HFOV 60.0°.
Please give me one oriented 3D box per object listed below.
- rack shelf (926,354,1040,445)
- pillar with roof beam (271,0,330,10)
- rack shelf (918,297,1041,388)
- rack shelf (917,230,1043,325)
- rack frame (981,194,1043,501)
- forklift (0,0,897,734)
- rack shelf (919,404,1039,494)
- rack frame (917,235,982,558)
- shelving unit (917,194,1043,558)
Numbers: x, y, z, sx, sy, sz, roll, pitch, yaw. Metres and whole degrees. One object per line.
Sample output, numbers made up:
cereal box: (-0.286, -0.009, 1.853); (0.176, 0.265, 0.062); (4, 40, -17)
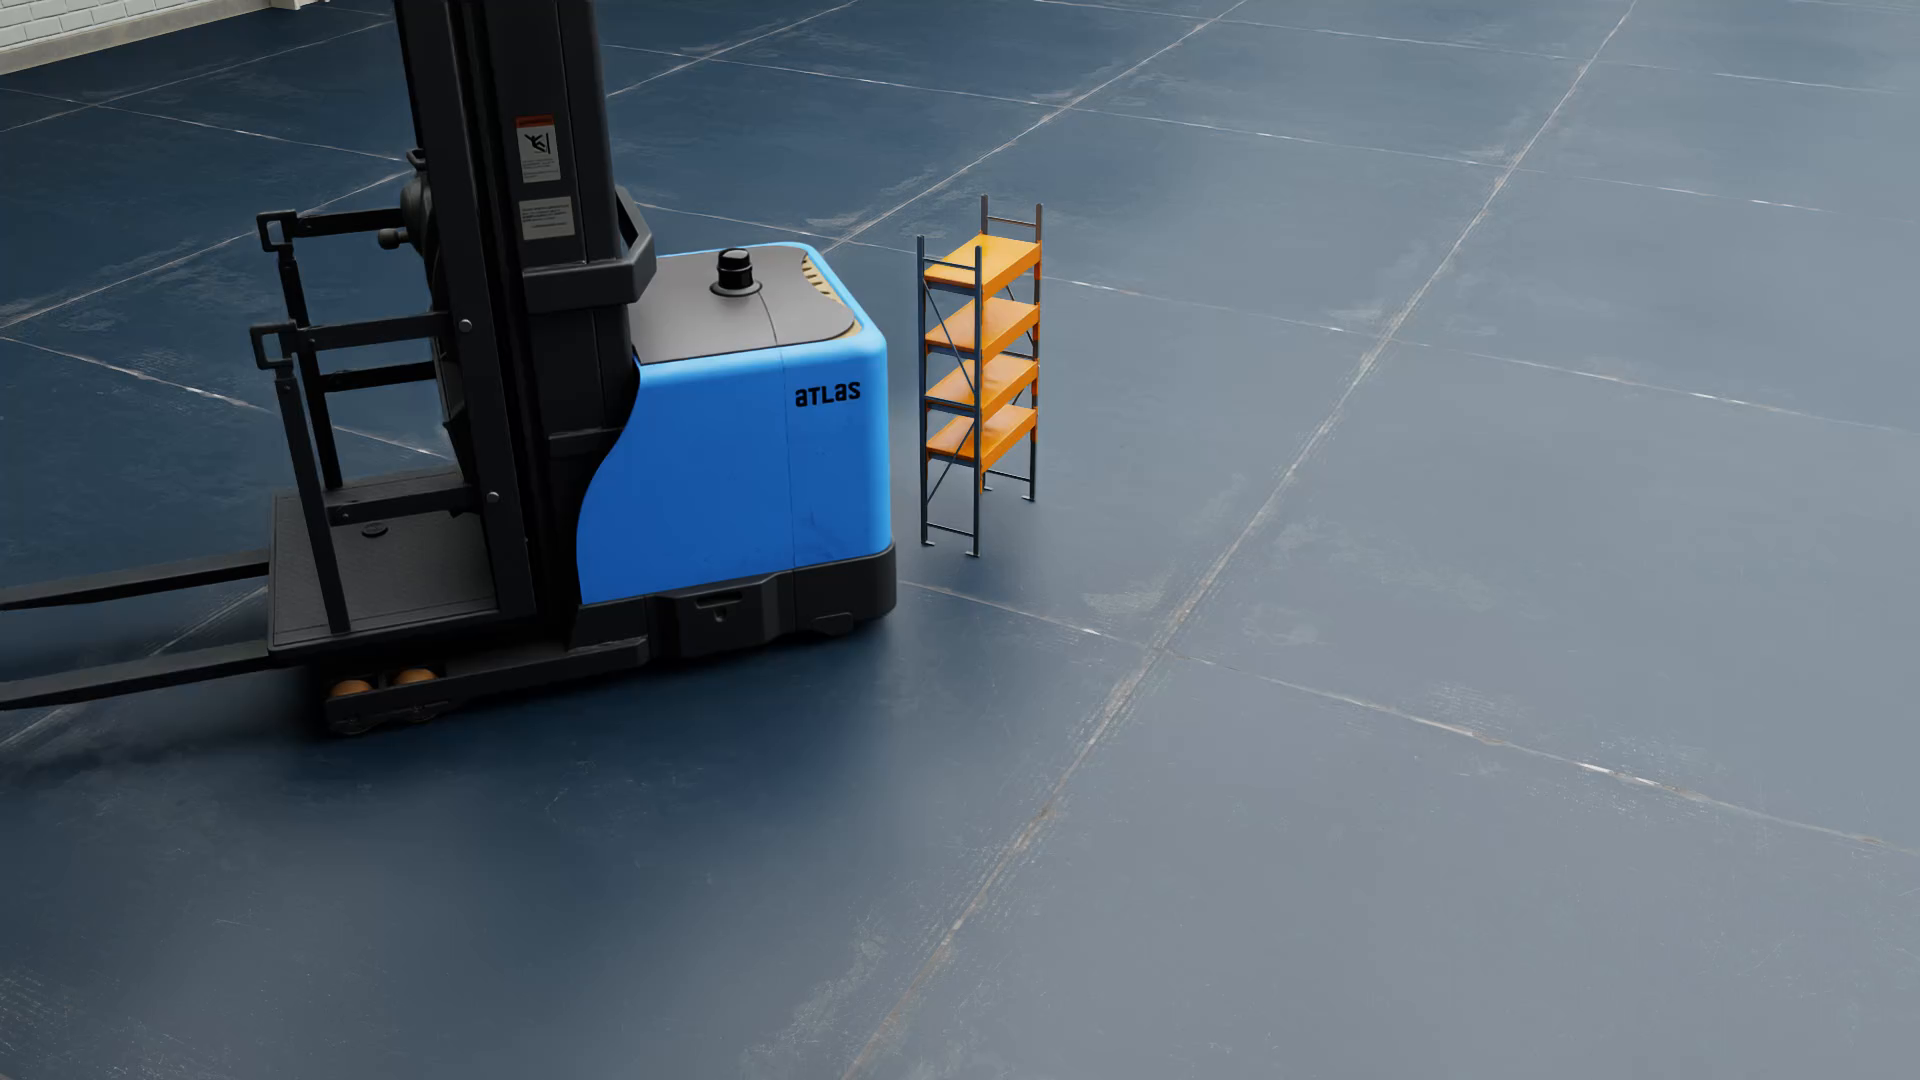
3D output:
rack shelf: (0.075, -0.535, 6.113); (0.258, 0.148, 0.480); (14, 33, 23)
pillar with roof beam: (-1.828, -7.526, 10.319); (9.100, 9.000, 0.400); (14, 33, 23)
rack shelf: (0.075, -0.729, 6.001); (0.258, 0.148, 0.480); (14, 33, 23)
rack shelf: (0.075, -0.934, 5.883); (0.258, 0.148, 0.480); (14, 33, 23)
rack frame: (0.187, -0.702, 6.267); (0.240, 1.200, 0.015); (14, 33, 23)
forklift: (-1.792, -0.961, 4.980); (3.031, 2.935, 1.130); (-10, 31, -17)
rack shelf: (0.075, -0.363, 6.211); (0.258, 0.148, 0.480); (14, 33, 23)
rack frame: (-0.036, -0.486, 5.891); (0.240, 1.200, 0.015); (14, 33, 23)
shelving unit: (0.075, -0.594, 6.079); (0.258, 1.200, 0.503); (14, 33, 23)
